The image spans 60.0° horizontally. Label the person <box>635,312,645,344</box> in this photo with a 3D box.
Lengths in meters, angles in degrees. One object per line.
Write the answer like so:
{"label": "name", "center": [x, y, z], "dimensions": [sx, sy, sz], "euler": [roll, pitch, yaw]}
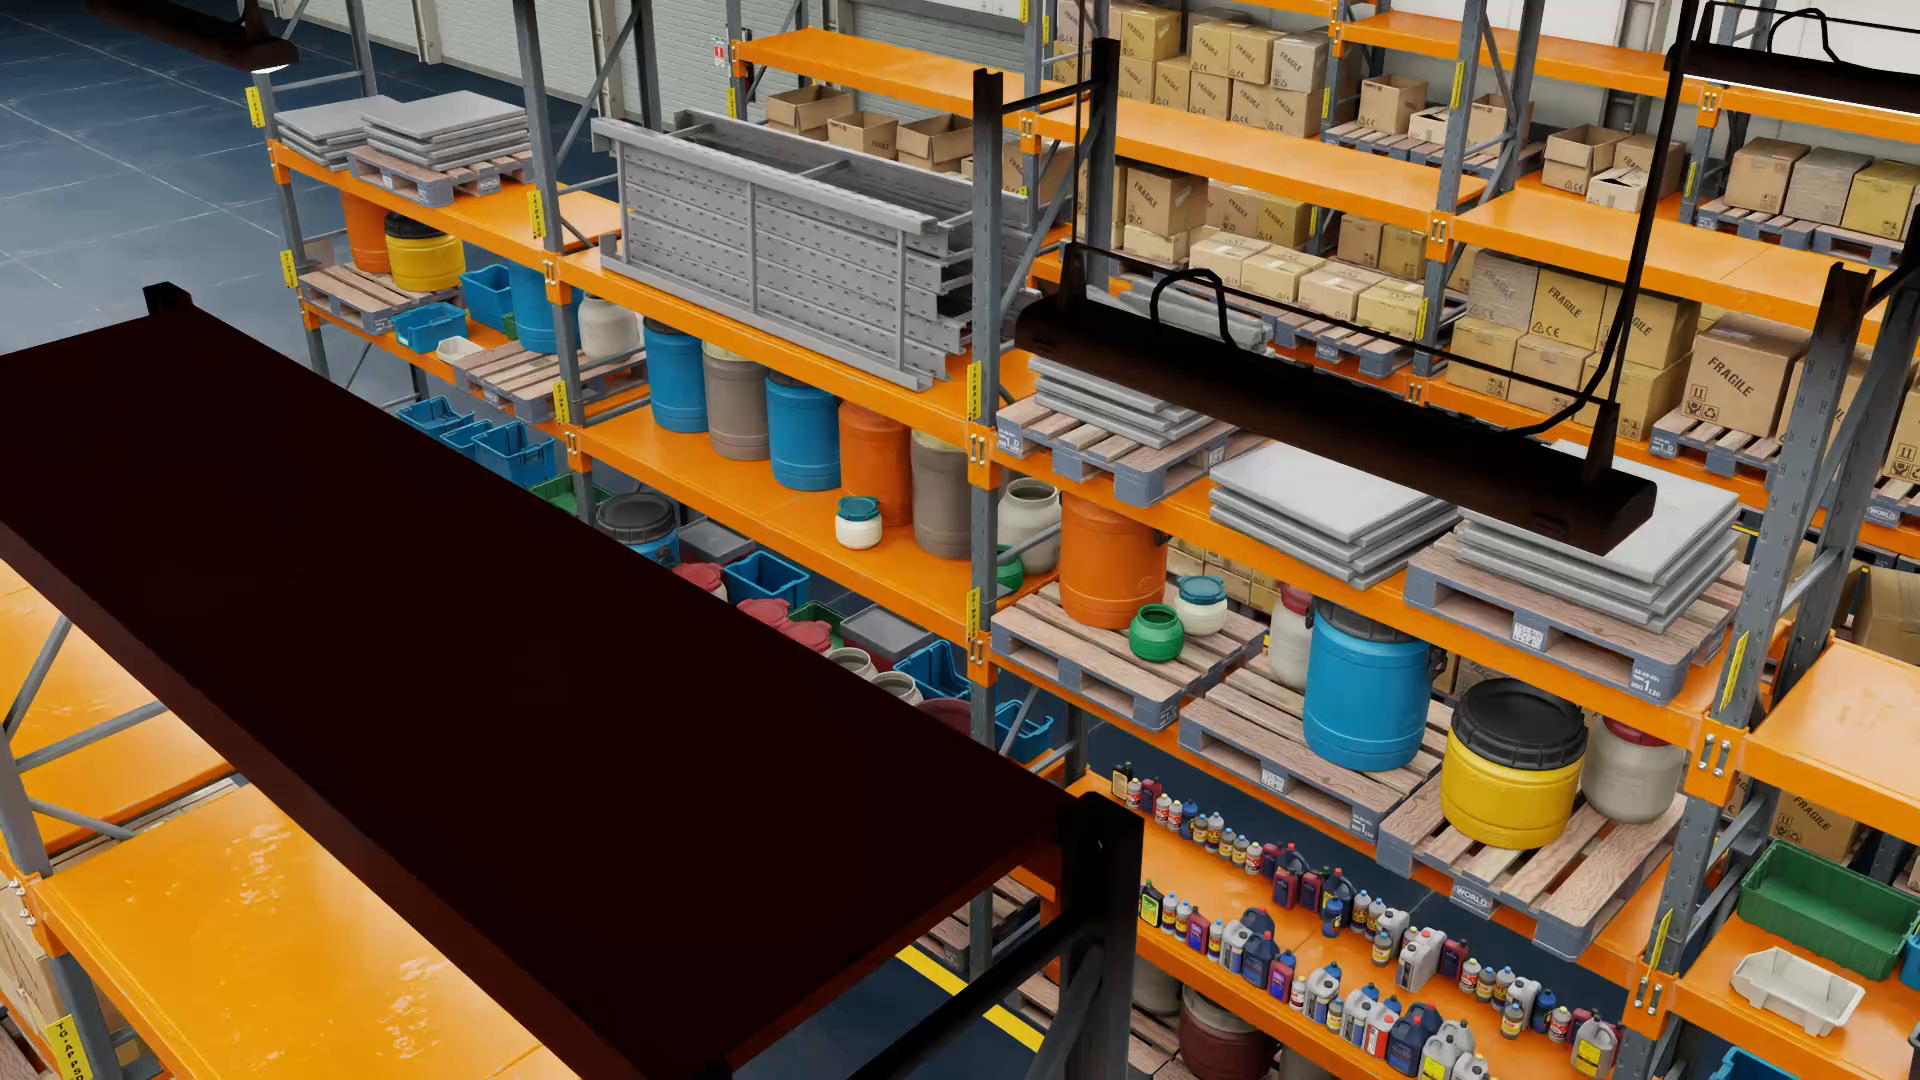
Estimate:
{"label": "person", "center": [-3.464, -2.505, 19.024], "dimensions": [0.513, 1.681, 0.533], "euler": [-6, 30, -10]}
